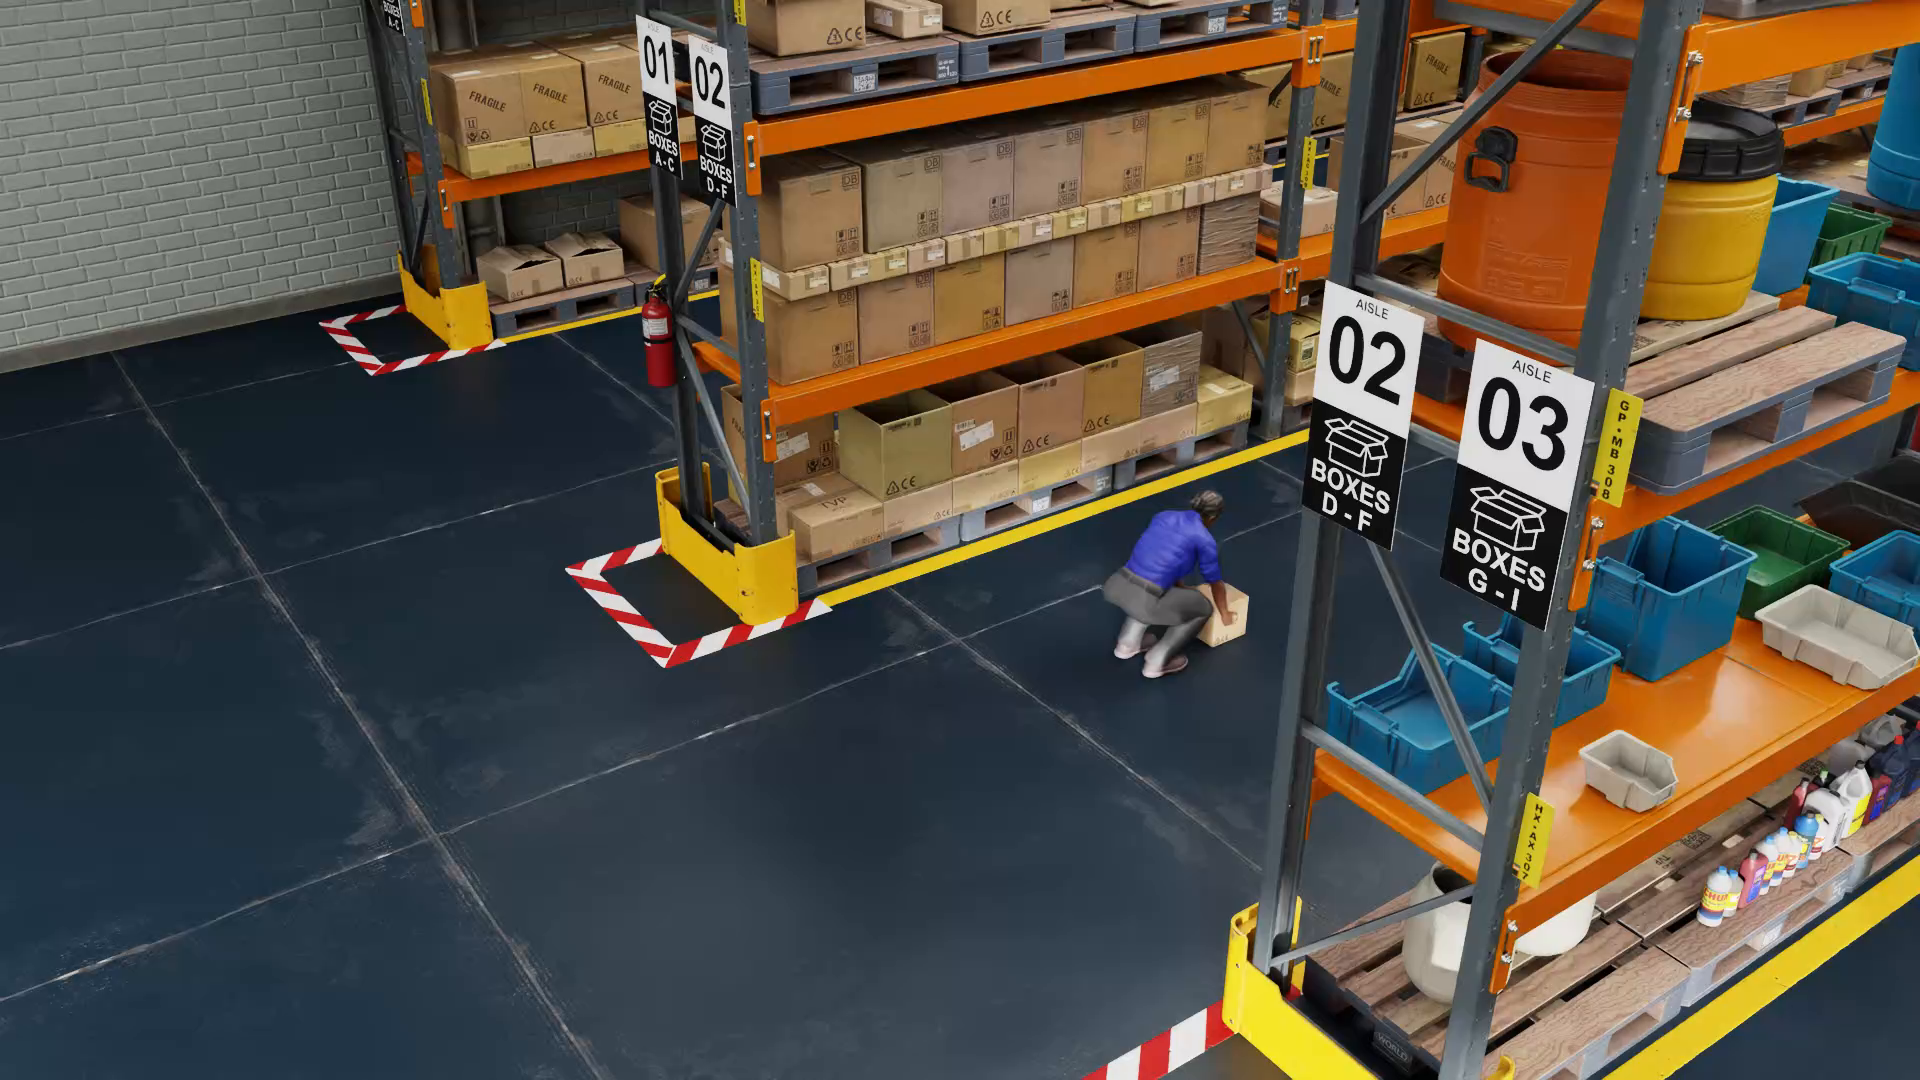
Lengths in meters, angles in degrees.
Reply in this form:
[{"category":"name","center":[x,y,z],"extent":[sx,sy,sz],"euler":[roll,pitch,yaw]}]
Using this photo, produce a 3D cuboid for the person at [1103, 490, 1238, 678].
[{"category":"person","center":[1.135,0.229,9.015],"extent":[0.812,0.893,0.484],"euler":[-19,34,-31]}]
